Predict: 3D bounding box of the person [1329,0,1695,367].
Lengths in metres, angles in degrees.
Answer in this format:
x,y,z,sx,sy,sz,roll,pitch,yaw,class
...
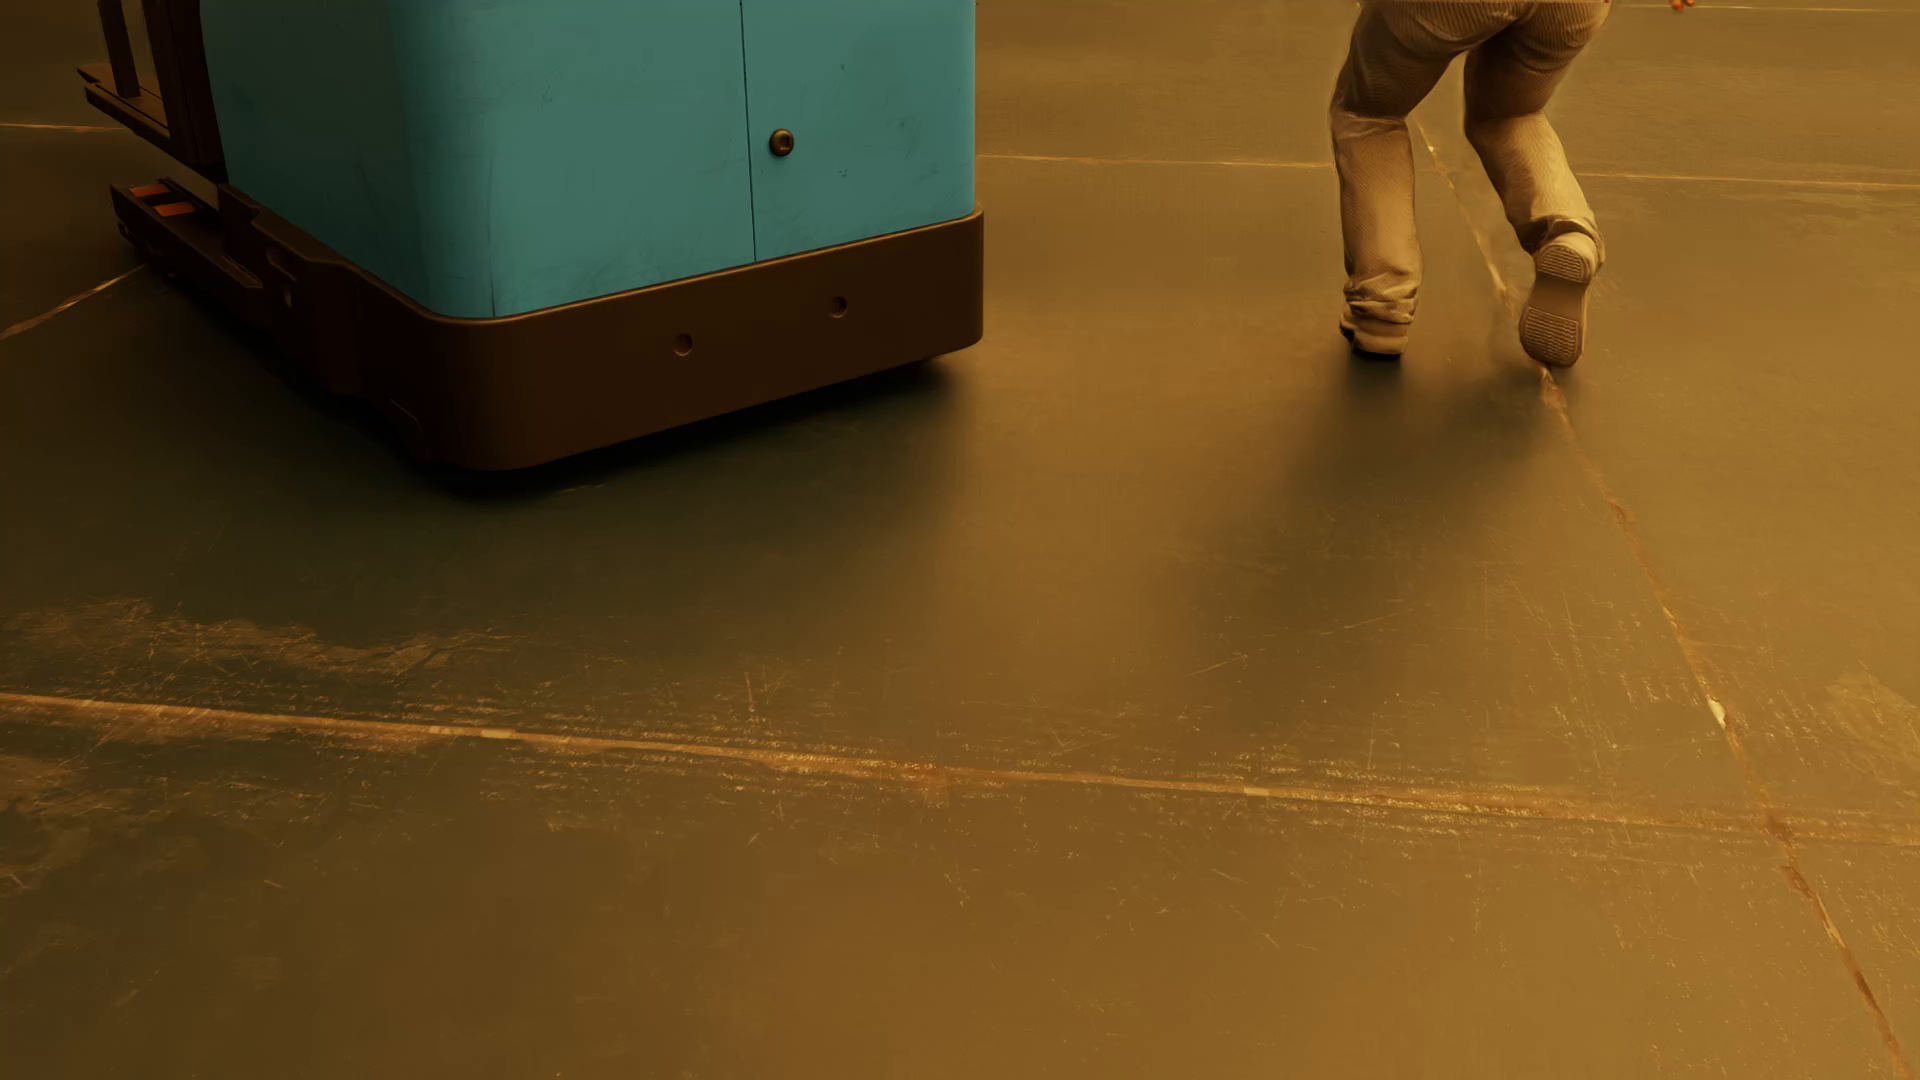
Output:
x,y,z,sx,sy,sz,roll,pitch,yaw,class
0.993,-1.101,2.979,0.891,1.594,0.575,-8,28,-15,person

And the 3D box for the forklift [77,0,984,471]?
x,y,z,sx,sy,sz,roll,pitch,yaw,class
-1.267,-2.007,3.240,1.130,2.935,3.031,-20,33,-34,forklift
